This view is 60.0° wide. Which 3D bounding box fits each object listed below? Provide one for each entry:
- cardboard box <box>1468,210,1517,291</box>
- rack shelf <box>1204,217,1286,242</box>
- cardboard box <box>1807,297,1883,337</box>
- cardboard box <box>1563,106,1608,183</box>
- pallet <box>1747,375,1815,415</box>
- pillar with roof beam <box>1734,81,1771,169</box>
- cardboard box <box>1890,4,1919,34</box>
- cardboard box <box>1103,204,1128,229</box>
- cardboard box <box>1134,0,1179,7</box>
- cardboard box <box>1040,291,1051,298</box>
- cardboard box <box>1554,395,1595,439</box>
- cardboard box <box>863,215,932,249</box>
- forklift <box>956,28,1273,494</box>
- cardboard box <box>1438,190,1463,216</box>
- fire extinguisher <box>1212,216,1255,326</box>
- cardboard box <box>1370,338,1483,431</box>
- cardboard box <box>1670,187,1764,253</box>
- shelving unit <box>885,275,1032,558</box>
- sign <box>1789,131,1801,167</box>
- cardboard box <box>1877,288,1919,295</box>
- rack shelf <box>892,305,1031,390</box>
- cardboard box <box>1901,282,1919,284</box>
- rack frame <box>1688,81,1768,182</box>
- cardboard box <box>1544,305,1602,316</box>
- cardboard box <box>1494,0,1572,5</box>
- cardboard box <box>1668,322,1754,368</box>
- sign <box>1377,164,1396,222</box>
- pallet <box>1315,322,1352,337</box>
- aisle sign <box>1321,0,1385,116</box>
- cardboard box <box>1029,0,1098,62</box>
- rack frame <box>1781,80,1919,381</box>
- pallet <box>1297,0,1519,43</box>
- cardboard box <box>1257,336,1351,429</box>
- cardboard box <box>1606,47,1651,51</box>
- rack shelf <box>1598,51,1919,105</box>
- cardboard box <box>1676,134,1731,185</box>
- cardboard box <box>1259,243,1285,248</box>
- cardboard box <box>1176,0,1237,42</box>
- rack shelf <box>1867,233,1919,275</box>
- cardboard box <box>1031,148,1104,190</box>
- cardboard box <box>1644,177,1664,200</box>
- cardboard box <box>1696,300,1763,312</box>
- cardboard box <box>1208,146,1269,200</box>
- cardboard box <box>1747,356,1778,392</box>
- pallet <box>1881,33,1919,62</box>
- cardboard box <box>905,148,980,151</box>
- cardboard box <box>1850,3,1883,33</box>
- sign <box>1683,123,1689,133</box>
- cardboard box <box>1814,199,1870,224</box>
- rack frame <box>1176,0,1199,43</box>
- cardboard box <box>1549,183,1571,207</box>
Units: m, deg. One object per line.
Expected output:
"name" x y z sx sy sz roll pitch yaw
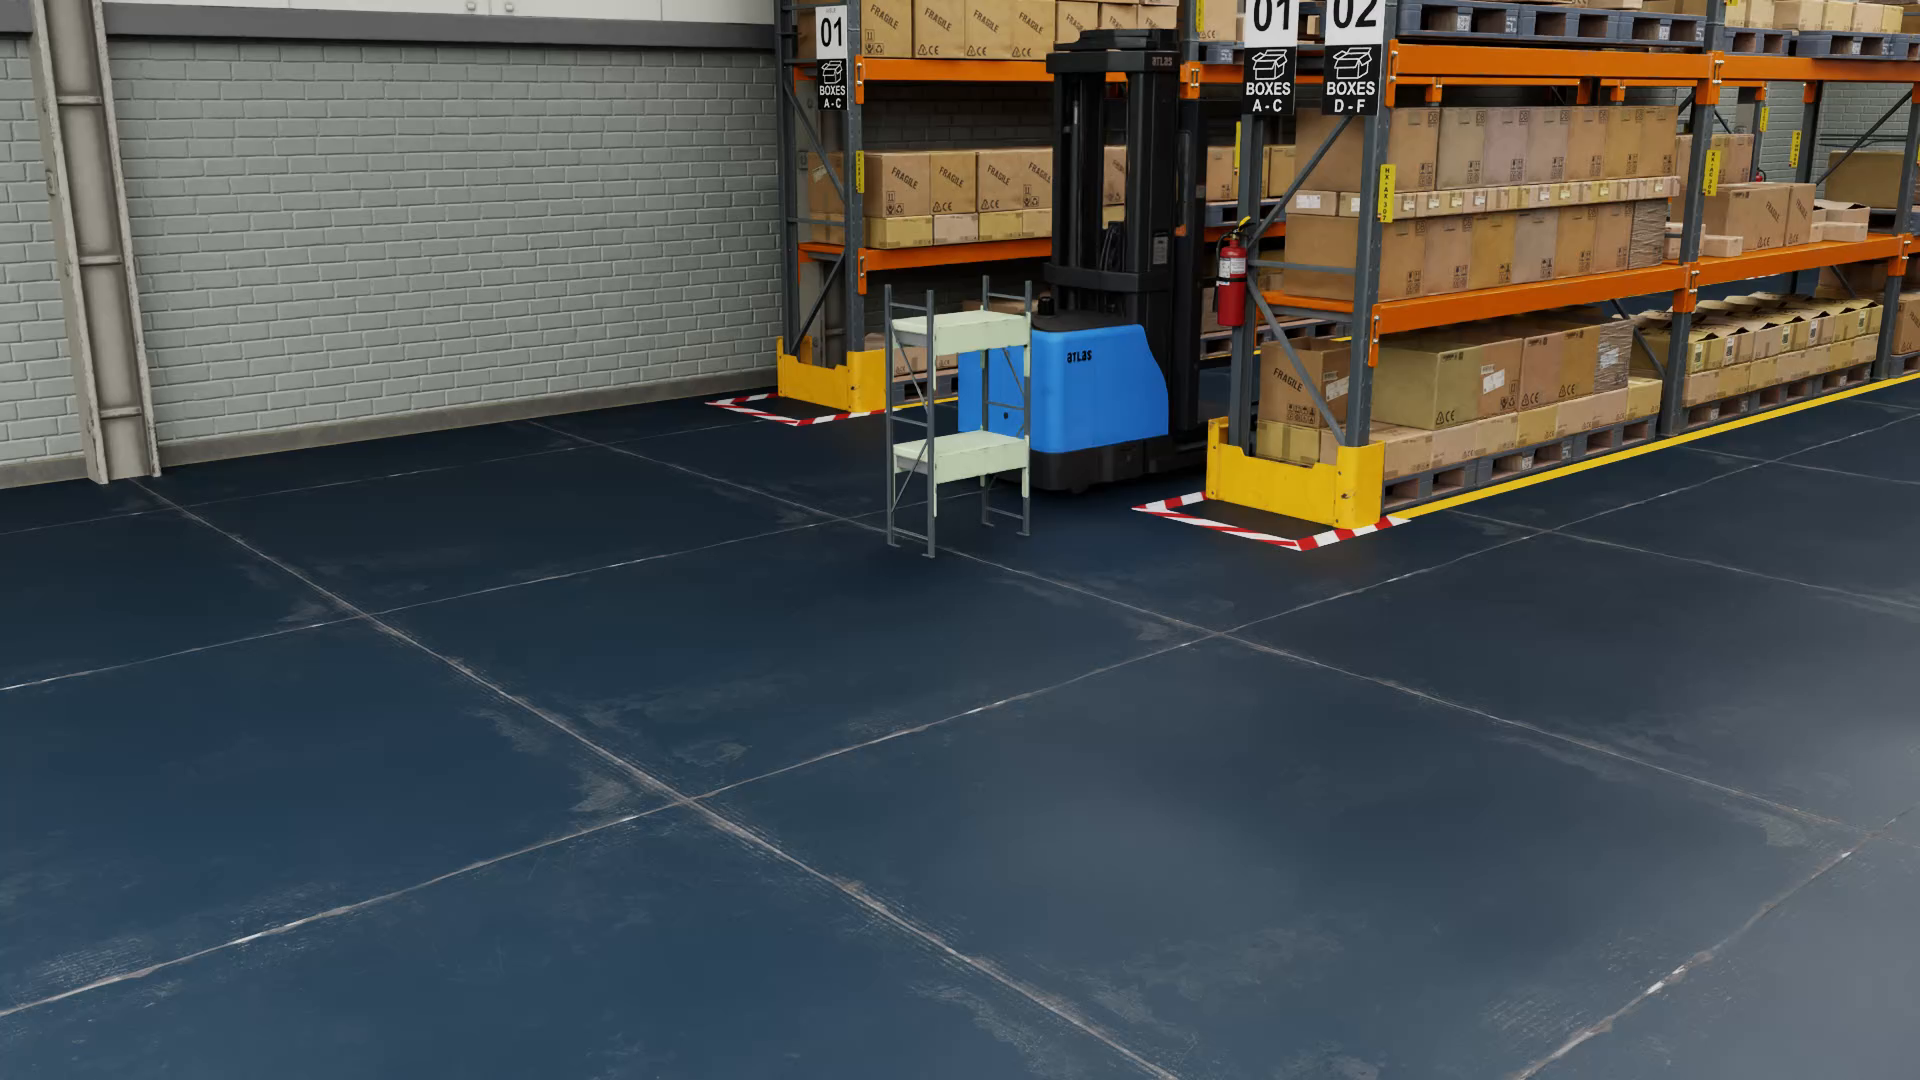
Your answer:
"cardboard box" 3.232 -1.950 11.043 0.500 0.500 0.700 -12 19 -39
"rack shelf" 3.372 -3.285 17.628 4.000 0.370 1.077 -13 19 -39
"cardboard box" 7.902 -2.016 14.913 0.500 0.311 0.500 -12 19 -38
"cardboard box" 4.029 -2.758 11.554 0.500 0.500 0.700 -13 20 -39
"pallet" 6.569 -1.323 14.293 1.213 0.211 1.003 -13 19 -39
"pillar with roof beam" 15.211 -8.012 22.309 0.400 9.000 9.100 -13 19 -39
"cardboard box" 8.442 -4.585 15.097 0.500 0.500 0.910 -13 19 -39
"cardboard box" 1.324 -3.009 15.453 0.500 0.250 0.500 -13 19 -39
"cardboard box" 1.663 -5.146 15.220 0.500 0.500 0.500 14 20 42
"cardboard box" 1.107 -2.115 15.846 0.500 0.500 0.500 14 21 43
"cardboard box" 4.160 -0.913 11.869 0.500 0.250 0.500 -13 19 -39
"cardboard box" -0.578 -2.574 13.825 0.500 0.250 0.500 -13 20 -41
"forklift" 1.433 -2.003 11.568 3.031 2.935 1.130 -12 19 -38
"cardboard box" 2.924 -2.126 10.444 0.250 0.149 0.380 -13 19 -39
"fire extinguisher" 1.706 -1.685 10.396 0.183 0.674 0.296 -13 19 -39
"cardboard box" 3.027 -1.021 10.823 0.500 0.500 0.500 -13 19 -39
"cardboard box" 6.105 -2.594 13.456 0.500 0.500 0.500 -11 18 -35
"shelving unit" -0.005 -0.723 9.552 0.755 1.500 0.431 -13 19 -39
"sign" 7.772 -3.632 15.446 0.005 0.325 0.100 -13 19 -39
"cardboard box" 9.058 -2.123 15.878 0.500 0.500 0.500 -14 20 -41
"rack shelf" -0.005 -1.100 9.451 0.720 0.370 0.431 -13 19 -39
"cardboard box" 9.469 -2.394 16.891 0.500 0.500 0.500 -14 20 -41
"rack frame" 10.916 -5.326 23.878 0.127 3.000 1.000 -13 19 -39
"cardboard box" 4.563 -1.549 12.797 0.500 0.500 0.500 -13 19 -39
"cardboard box" 3.533 -3.648 10.504 0.500 0.500 0.500 -13 19 -39
"cardboard box" 5.974 -1.580 13.282 0.500 0.311 0.500 -13 20 -40
"sign" 2.460 -2.000 9.592 0.005 0.325 0.100 -13 19 -39
"pallet" 4.290 -2.492 18.669 1.213 0.211 1.003 -13 19 -39
"aisle sign" 2.252 -2.837 9.522 0.004 0.787 0.394 -13 19 -39
"cardboard box" 0.862 -4.482 14.674 0.500 0.500 0.500 -14 20 -41
"rack frame" 8.135 -3.007 15.196 0.127 3.000 1.000 -13 19 -39
"pallet" 2.651 -3.173 10.176 1.213 0.211 1.003 -13 19 -39
"cardboard box" 2.310 -1.038 10.883 0.500 0.500 0.500 -13 19 -39
"cardboard box" 8.593 -6.342 21.152 0.500 0.250 0.500 -13 20 -40
"rack shelf" 6.627 -3.770 13.633 4.000 0.370 1.077 -13 19 -39
"cardboard box" 9.996 -5.257 23.039 0.700 0.700 0.980 -13 20 -40
"cardboard box" 3.516 -3.034 17.833 0.500 0.250 0.500 -13 20 -40
"cardboard box" 2.328 -5.071 16.101 0.500 0.500 0.500 -9 18 -32
"rack shelf" 9.644 -2.999 16.557 4.000 0.370 1.077 -13 19 -39
"cardboard box" 0.950 -3.284 15.030 0.500 0.500 0.500 -13 20 -41
"cardboard box" 4.866 -2.562 12.079 0.250 0.149 0.380 -13 20 -41
"cardboard box" 6.771 -1.945 14.645 0.500 0.311 0.500 -13 20 -41
"cardboard box" 2.696 -3.727 16.845 0.500 0.500 0.700 -10 18 -34
"cardboard box" 6.360 -1.399 13.689 0.500 0.250 0.500 -13 20 -41
"pallet" 7.682 -4.233 14.338 1.003 0.211 1.213 -12 19 -37
"cardboard box" -0.165 -3.208 14.747 0.500 0.500 0.500 -13 20 -41
"cardboard box" 7.447 -4.407 14.100 0.500 0.250 0.500 -12 19 -38
"sign" 10.556 -5.892 24.164 0.005 0.325 0.100 -13 19 -39
"cardboard box" 7.832 -2.911 15.009 0.500 0.311 0.500 -11 19 -36
"rack frame" 1.863 -6.192 15.493 0.127 3.000 1.000 -13 19 -39
"cardboard box" 3.896 -2.343 11.259 0.250 0.149 0.380 -12 19 -38
